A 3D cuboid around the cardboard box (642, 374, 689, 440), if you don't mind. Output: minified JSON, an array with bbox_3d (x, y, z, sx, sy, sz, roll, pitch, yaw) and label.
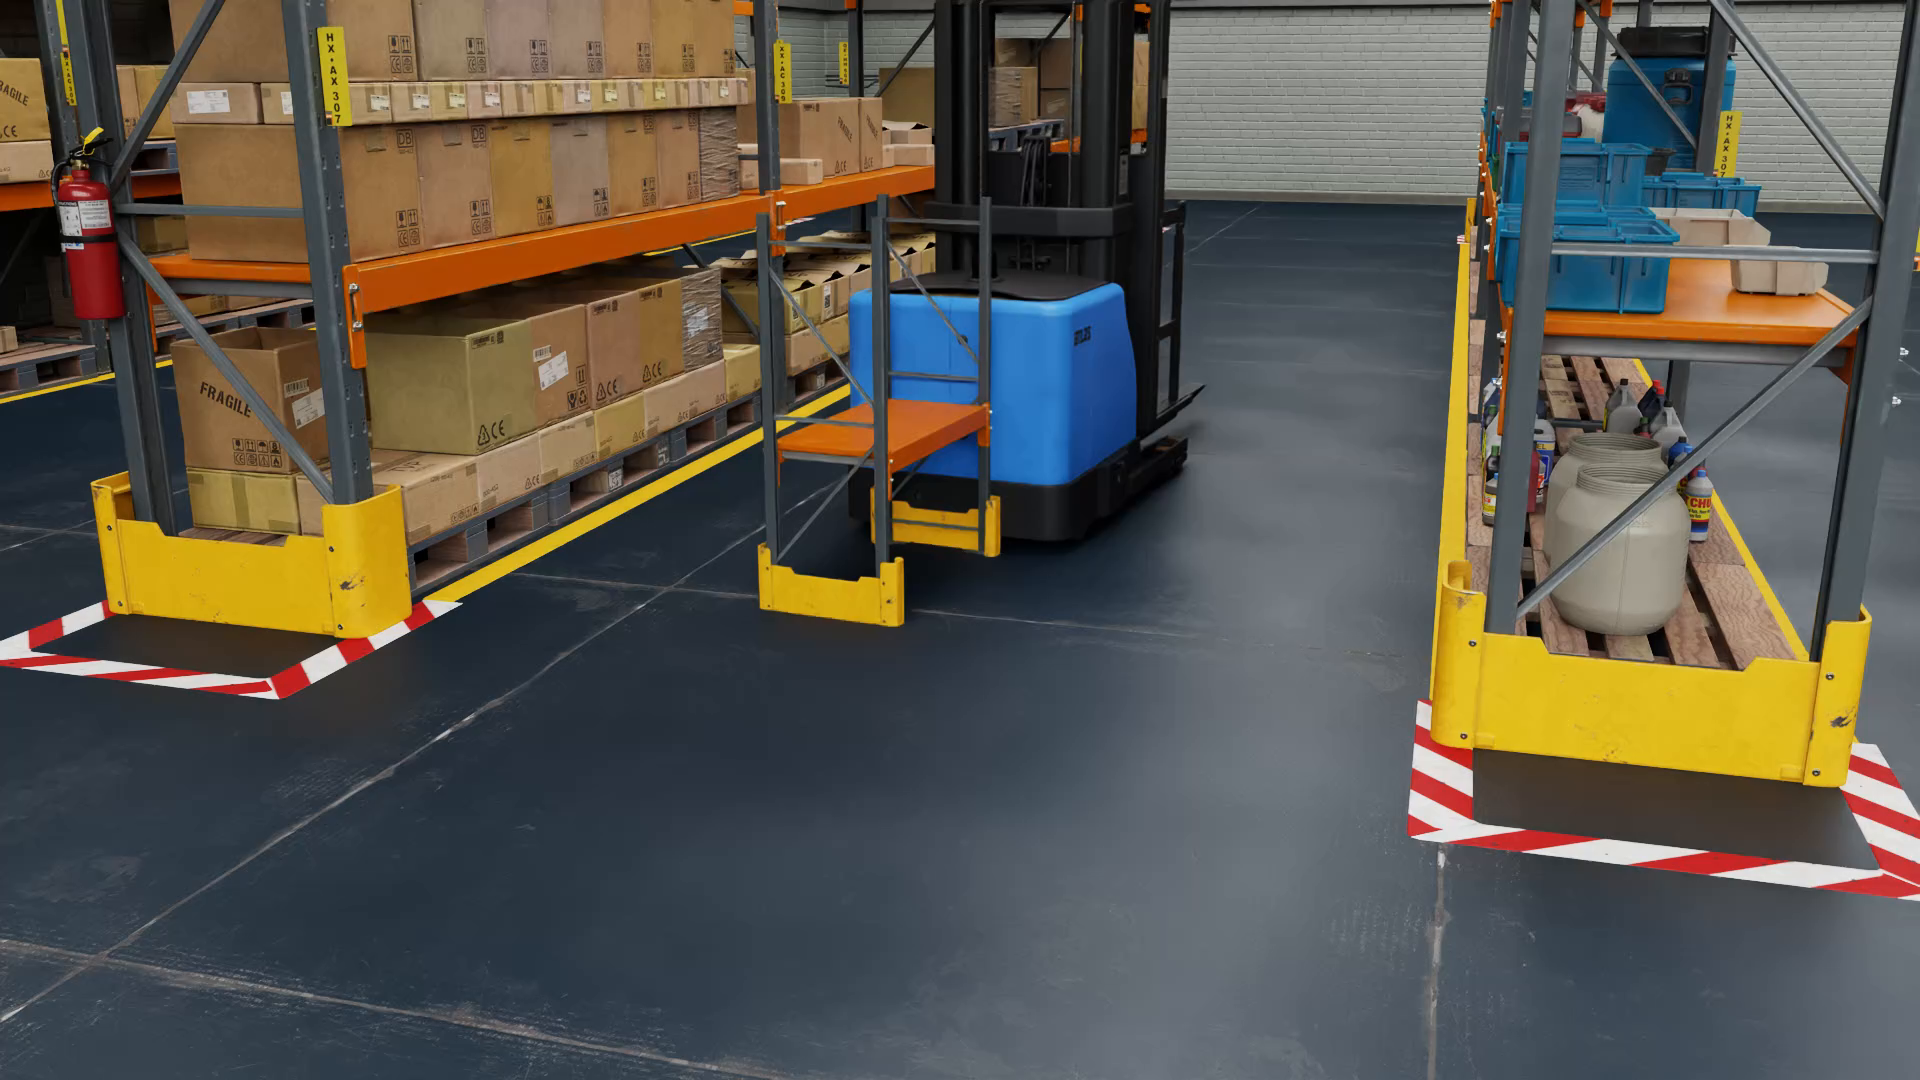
[{"bbox_3d":[-1.735,-0.701,8.572,0.500,0.250,0.500,5,16,16],"label":"cardboard box"}]

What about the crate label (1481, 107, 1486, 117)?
[{"bbox_3d":[6.239,-4.886,19.254,0.416,0.233,0.303,5,16,16],"label":"crate label"}]

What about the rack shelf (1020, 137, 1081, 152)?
[{"bbox_3d":[0.172,-3.446,15.298,1.077,0.370,4.000,5,16,16],"label":"rack shelf"}]

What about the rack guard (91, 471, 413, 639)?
[{"bbox_3d":[-2.677,0.033,6.295,1.175,0.500,0.348,5,16,16],"label":"rack guard"}]

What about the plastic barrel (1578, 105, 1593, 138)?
[{"bbox_3d":[4.144,-2.541,10.586,0.421,0.512,0.421,0,16,0],"label":"plastic barrel"}]

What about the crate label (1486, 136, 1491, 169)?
[{"bbox_3d":[3.873,-2.722,11.734,0.303,0.233,0.416,5,16,16],"label":"crate label"}]

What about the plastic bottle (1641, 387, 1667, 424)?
[{"bbox_3d":[3.254,-0.533,7.760,0.144,0.351,0.185,4,16,13],"label":"plastic bottle"}]

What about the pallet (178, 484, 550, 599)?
[{"bbox_3d":[-2.493,-0.037,7.073,1.003,0.211,1.213,5,16,16],"label":"pallet"}]

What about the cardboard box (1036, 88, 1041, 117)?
[{"bbox_3d":[0.636,-4.514,17.562,0.500,0.500,0.500,5,17,17],"label":"cardboard box"}]

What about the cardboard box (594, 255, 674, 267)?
[{"bbox_3d":[-1.965,-1.365,9.539,0.500,0.500,0.500,5,16,16],"label":"cardboard box"}]

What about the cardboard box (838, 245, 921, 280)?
[{"bbox_3d":[-0.597,-1.993,12.100,0.500,0.311,0.500,5,16,16],"label":"cardboard box"}]

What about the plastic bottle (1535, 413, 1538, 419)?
[{"bbox_3d":[2.662,-0.510,7.822,0.097,0.271,0.097,0,16,0],"label":"plastic bottle"}]

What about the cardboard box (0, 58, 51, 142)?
[{"bbox_3d":[-6.121,-2.756,10.411,0.500,0.500,0.500,5,16,16],"label":"cardboard box"}]

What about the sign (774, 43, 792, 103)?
[{"bbox_3d":[-1.001,-2.634,9.386,0.100,0.325,0.005,5,16,16],"label":"sign"}]

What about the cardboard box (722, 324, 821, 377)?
[{"bbox_3d":[-1.181,-1.187,10.288,0.500,0.250,0.500,4,16,15],"label":"cardboard box"}]

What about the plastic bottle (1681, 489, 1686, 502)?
[{"bbox_3d":[2.922,-0.133,6.623,0.097,0.201,0.097,0,16,0],"label":"plastic bottle"}]

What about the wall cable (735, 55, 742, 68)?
[{"bbox_3d":[-3.416,-6.642,23.386,0.084,1.984,1.851,5,16,16],"label":"wall cable"}]

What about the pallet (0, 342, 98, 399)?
[{"bbox_3d":[-6.441,-1.085,10.768,1.003,0.211,1.213,5,16,16],"label":"pallet"}]

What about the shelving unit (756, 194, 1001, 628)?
[{"bbox_3d":[-0.299,-0.560,6.557,0.587,1.500,1.083,6,17,22],"label":"shelving unit"}]

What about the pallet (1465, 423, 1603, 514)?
[{"bbox_3d":[2.984,-0.323,8.080,1.003,0.211,1.213,5,16,16],"label":"pallet"}]

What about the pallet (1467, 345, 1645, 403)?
[{"bbox_3d":[3.746,-1.024,10.552,1.003,0.211,1.213,5,16,16],"label":"pallet"}]

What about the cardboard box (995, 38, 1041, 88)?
[{"bbox_3d":[0.636,-4.996,17.432,0.500,0.500,0.500,5,17,16],"label":"cardboard box"}]

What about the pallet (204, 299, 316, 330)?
[{"bbox_3d":[-5.719,-1.788,13.245,1.003,0.211,1.213,5,16,16],"label":"pallet"}]

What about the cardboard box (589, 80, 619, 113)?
[{"bbox_3d":[-1.840,-2.092,7.838,0.380,0.149,0.250,5,17,18],"label":"cardboard box"}]

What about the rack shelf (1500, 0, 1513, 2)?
[{"bbox_3d":[3.783,-3.457,9.842,1.077,0.370,4.000,5,16,16],"label":"rack shelf"}]

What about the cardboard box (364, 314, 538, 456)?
[{"bbox_3d":[-2.164,-0.669,7.087,0.500,0.500,0.500,5,16,16],"label":"cardboard box"}]

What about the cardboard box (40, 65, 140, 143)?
[{"bbox_3d":[-6.106,-2.995,11.403,0.700,0.500,0.500,5,16,16],"label":"cardboard box"}]

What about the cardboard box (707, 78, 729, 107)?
[{"bbox_3d":[-1.477,-2.430,9.027,0.380,0.149,0.250,4,16,15],"label":"cardboard box"}]

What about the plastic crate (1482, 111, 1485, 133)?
[{"bbox_3d":[5.780,-4.463,17.762,0.416,0.233,0.300,5,16,16],"label":"plastic crate"}]

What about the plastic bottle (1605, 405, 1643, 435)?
[{"bbox_3d":[3.105,-0.502,7.787,0.152,0.276,0.135,5,16,16],"label":"plastic bottle"}]

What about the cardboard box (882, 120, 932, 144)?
[{"bbox_3d":[-0.542,-3.134,13.044,0.500,0.311,0.500,6,17,19],"label":"cardboard box"}]

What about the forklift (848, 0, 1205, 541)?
[{"bbox_3d":[0.536,-1.762,8.171,1.130,2.935,3.031,6,17,22],"label":"forklift"}]

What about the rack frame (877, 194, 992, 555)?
[{"bbox_3d":[-0.107,-0.686,7.000,0.500,1.500,0.032,6,17,22],"label":"rack frame"}]

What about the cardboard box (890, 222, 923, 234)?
[{"bbox_3d":[-0.356,-2.540,14.563,0.500,0.500,0.500,5,17,18],"label":"cardboard box"}]

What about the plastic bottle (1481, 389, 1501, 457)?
[{"bbox_3d":[2.534,-0.546,7.804,0.144,0.351,0.185,4,16,14],"label":"plastic bottle"}]

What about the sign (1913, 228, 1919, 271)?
[{"bbox_3d":[2.604,-0.880,4.426,0.100,0.325,0.005,5,16,16],"label":"sign"}]

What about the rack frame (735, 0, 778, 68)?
[{"bbox_3d":[-2.873,-5.745,22.085,1.000,3.000,0.127,5,16,16],"label":"rack frame"}]

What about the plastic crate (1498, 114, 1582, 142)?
[{"bbox_3d":[3.059,-2.018,8.830,0.402,0.464,0.583,5,16,16],"label":"plastic crate"}]

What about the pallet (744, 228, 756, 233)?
[{"bbox_3d":[-3.026,-4.188,21.707,1.003,0.211,1.213,5,16,16],"label":"pallet"}]

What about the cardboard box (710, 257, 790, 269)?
[{"bbox_3d":[-1.407,-1.766,11.300,0.500,0.311,0.500,5,16,16],"label":"cardboard box"}]

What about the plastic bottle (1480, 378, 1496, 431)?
[{"bbox_3d":[2.704,-0.686,8.446,0.097,0.271,0.097,0,16,0],"label":"plastic bottle"}]

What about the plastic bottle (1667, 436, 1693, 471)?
[{"bbox_3d":[3.076,-0.308,7.113,0.097,0.271,0.097,0,16,0],"label":"plastic bottle"}]

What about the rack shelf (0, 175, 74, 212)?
[{"bbox_3d":[-6.852,-1.736,9.270,1.077,0.370,4.000,5,16,16],"label":"rack shelf"}]

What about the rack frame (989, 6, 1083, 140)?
[{"bbox_3d":[0.740,-4.315,17.045,1.000,3.000,0.127,5,16,16],"label":"rack frame"}]

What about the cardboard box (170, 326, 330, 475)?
[{"bbox_3d":[-2.803,-0.579,6.768,0.500,0.500,0.500,5,16,16],"label":"cardboard box"}]

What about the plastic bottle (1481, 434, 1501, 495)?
[{"bbox_3d":[2.317,-0.306,7.097,0.152,0.276,0.135,4,16,14],"label":"plastic bottle"}]

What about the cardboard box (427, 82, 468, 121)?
[{"bbox_3d":[-2.207,-1.756,6.651,0.380,0.149,0.250,5,16,16],"label":"cardboard box"}]

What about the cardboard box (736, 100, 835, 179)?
[{"bbox_3d":[-1.150,-2.607,10.842,0.500,0.500,0.500,6,17,20],"label":"cardboard box"}]

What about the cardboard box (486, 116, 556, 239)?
[{"bbox_3d":[-2.234,-1.612,7.332,0.700,0.500,0.500,5,17,16],"label":"cardboard box"}]

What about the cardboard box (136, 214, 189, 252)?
[{"bbox_3d":[-5.969,-2.284,12.286,0.500,0.250,0.500,4,16,15],"label":"cardboard box"}]

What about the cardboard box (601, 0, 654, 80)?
[{"bbox_3d":[-1.939,-2.514,8.136,0.700,0.500,0.500,5,16,16],"label":"cardboard box"}]

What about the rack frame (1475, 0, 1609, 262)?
[{"bbox_3d":[5.488,-3.930,15.687,1.000,3.000,0.127,5,16,16],"label":"rack frame"}]

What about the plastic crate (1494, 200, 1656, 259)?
[{"bbox_3d":[2.124,-1.042,5.780,0.499,0.251,0.408,5,16,16],"label":"plastic crate"}]
